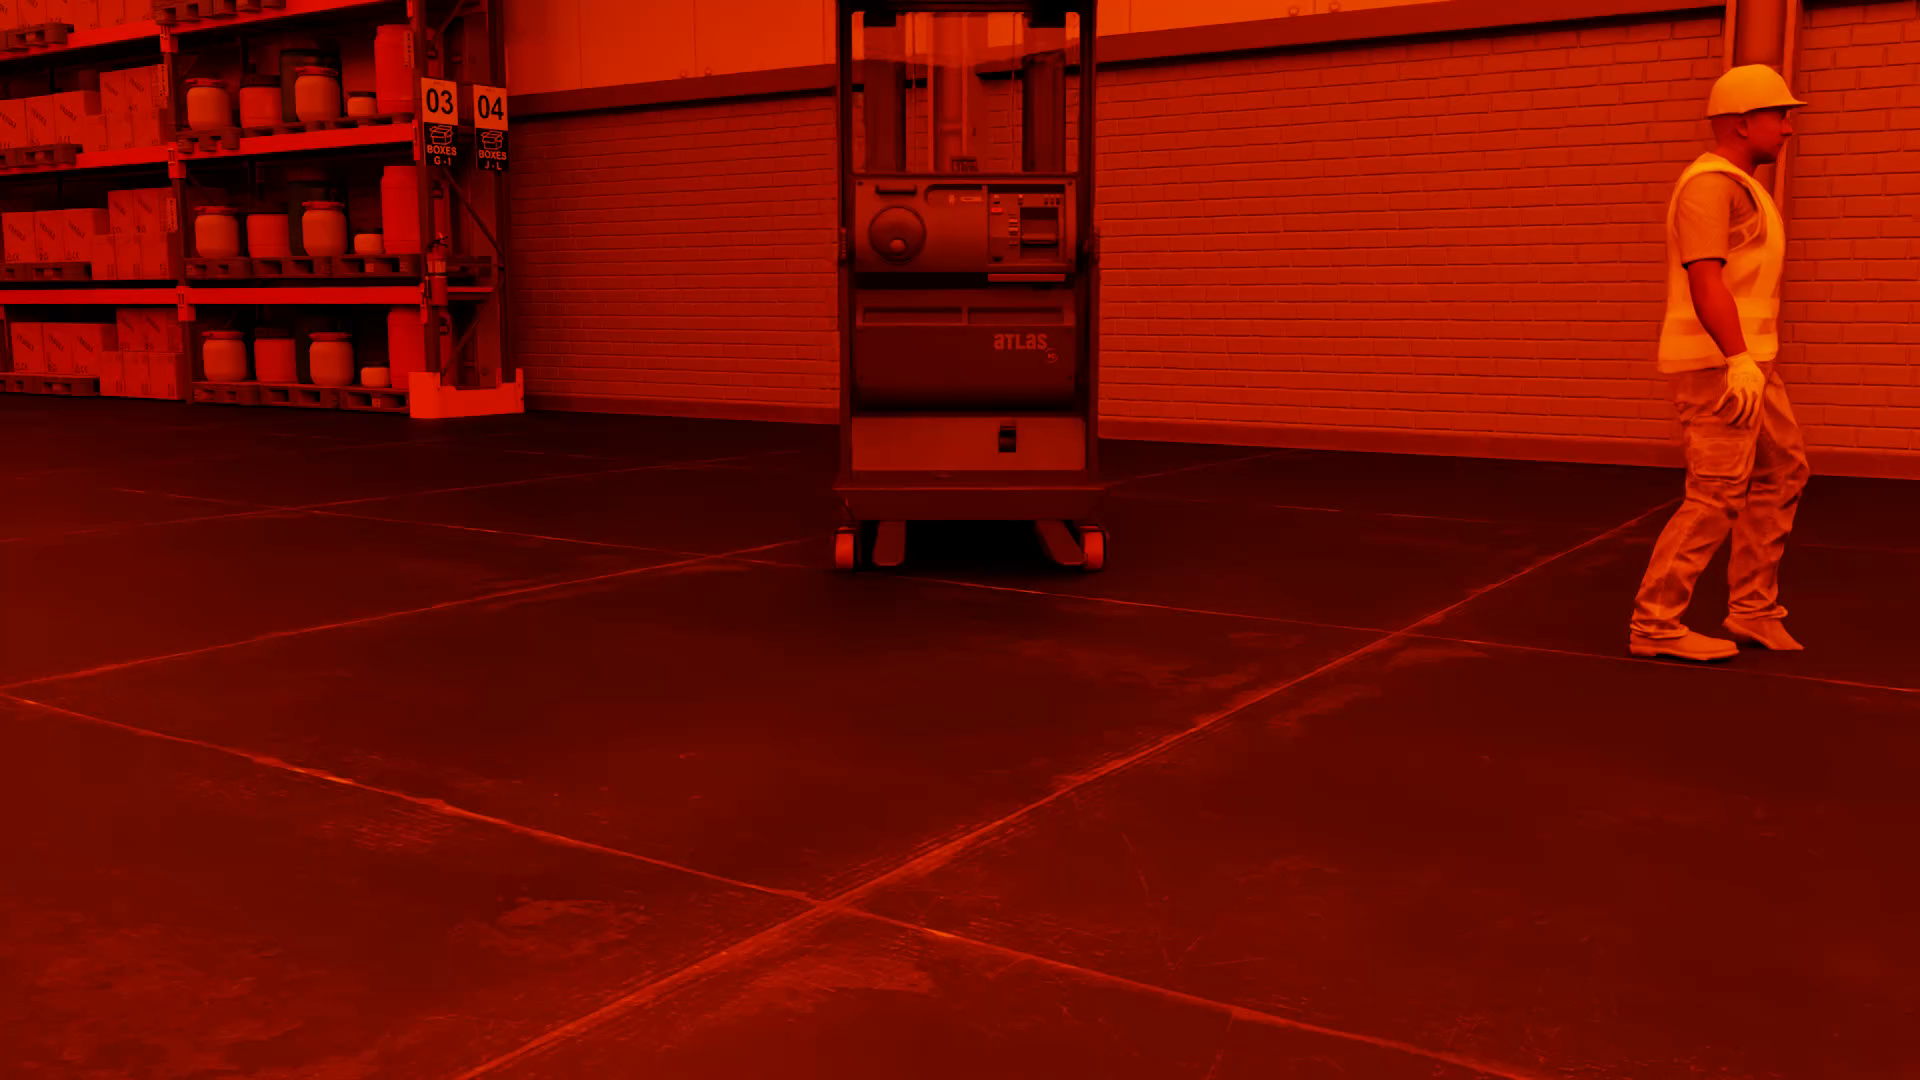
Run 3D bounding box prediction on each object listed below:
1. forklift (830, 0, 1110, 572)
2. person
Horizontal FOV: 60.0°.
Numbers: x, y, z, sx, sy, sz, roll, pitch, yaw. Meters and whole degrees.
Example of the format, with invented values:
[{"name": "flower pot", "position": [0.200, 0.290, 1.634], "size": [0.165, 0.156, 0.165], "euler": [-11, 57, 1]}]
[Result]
[{"name": "forklift", "position": [0.031, -1.364, 6.784], "size": [1.130, 2.935, 3.031], "euler": [0, 8, -1]}, {"name": "person", "position": [2.342, -0.487, 4.986], "size": [0.527, 1.824, 0.654], "euler": [4, 9, 26]}]
